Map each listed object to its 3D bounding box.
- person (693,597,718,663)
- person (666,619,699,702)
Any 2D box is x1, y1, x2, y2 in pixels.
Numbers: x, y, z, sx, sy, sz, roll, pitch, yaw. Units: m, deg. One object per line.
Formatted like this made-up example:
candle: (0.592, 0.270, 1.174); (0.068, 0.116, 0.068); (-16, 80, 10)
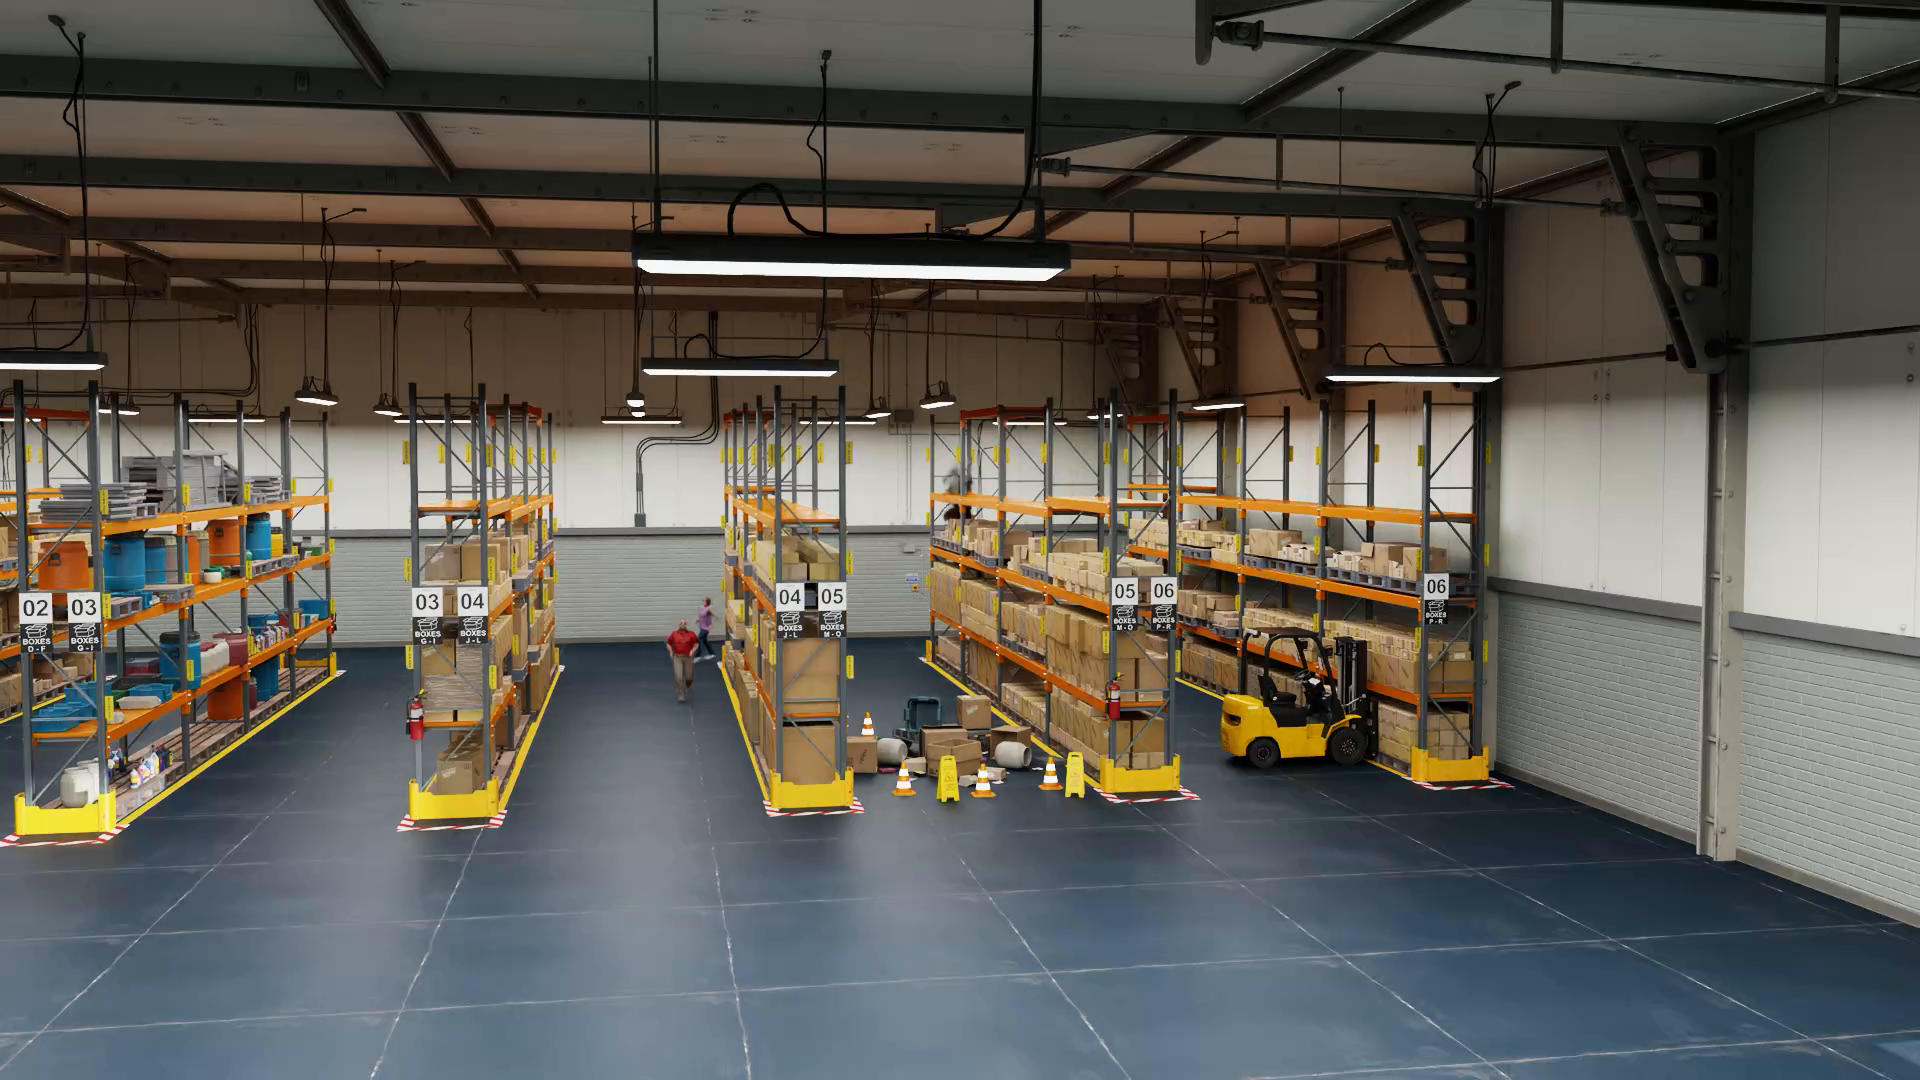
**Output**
person: (-6.169, 2.178, 40.337); (0.648, 1.596, 0.593); (-2, 3, -34)
person: (-5.664, 2.440, 33.963); (0.664, 1.674, 0.654); (0, 3, -10)
